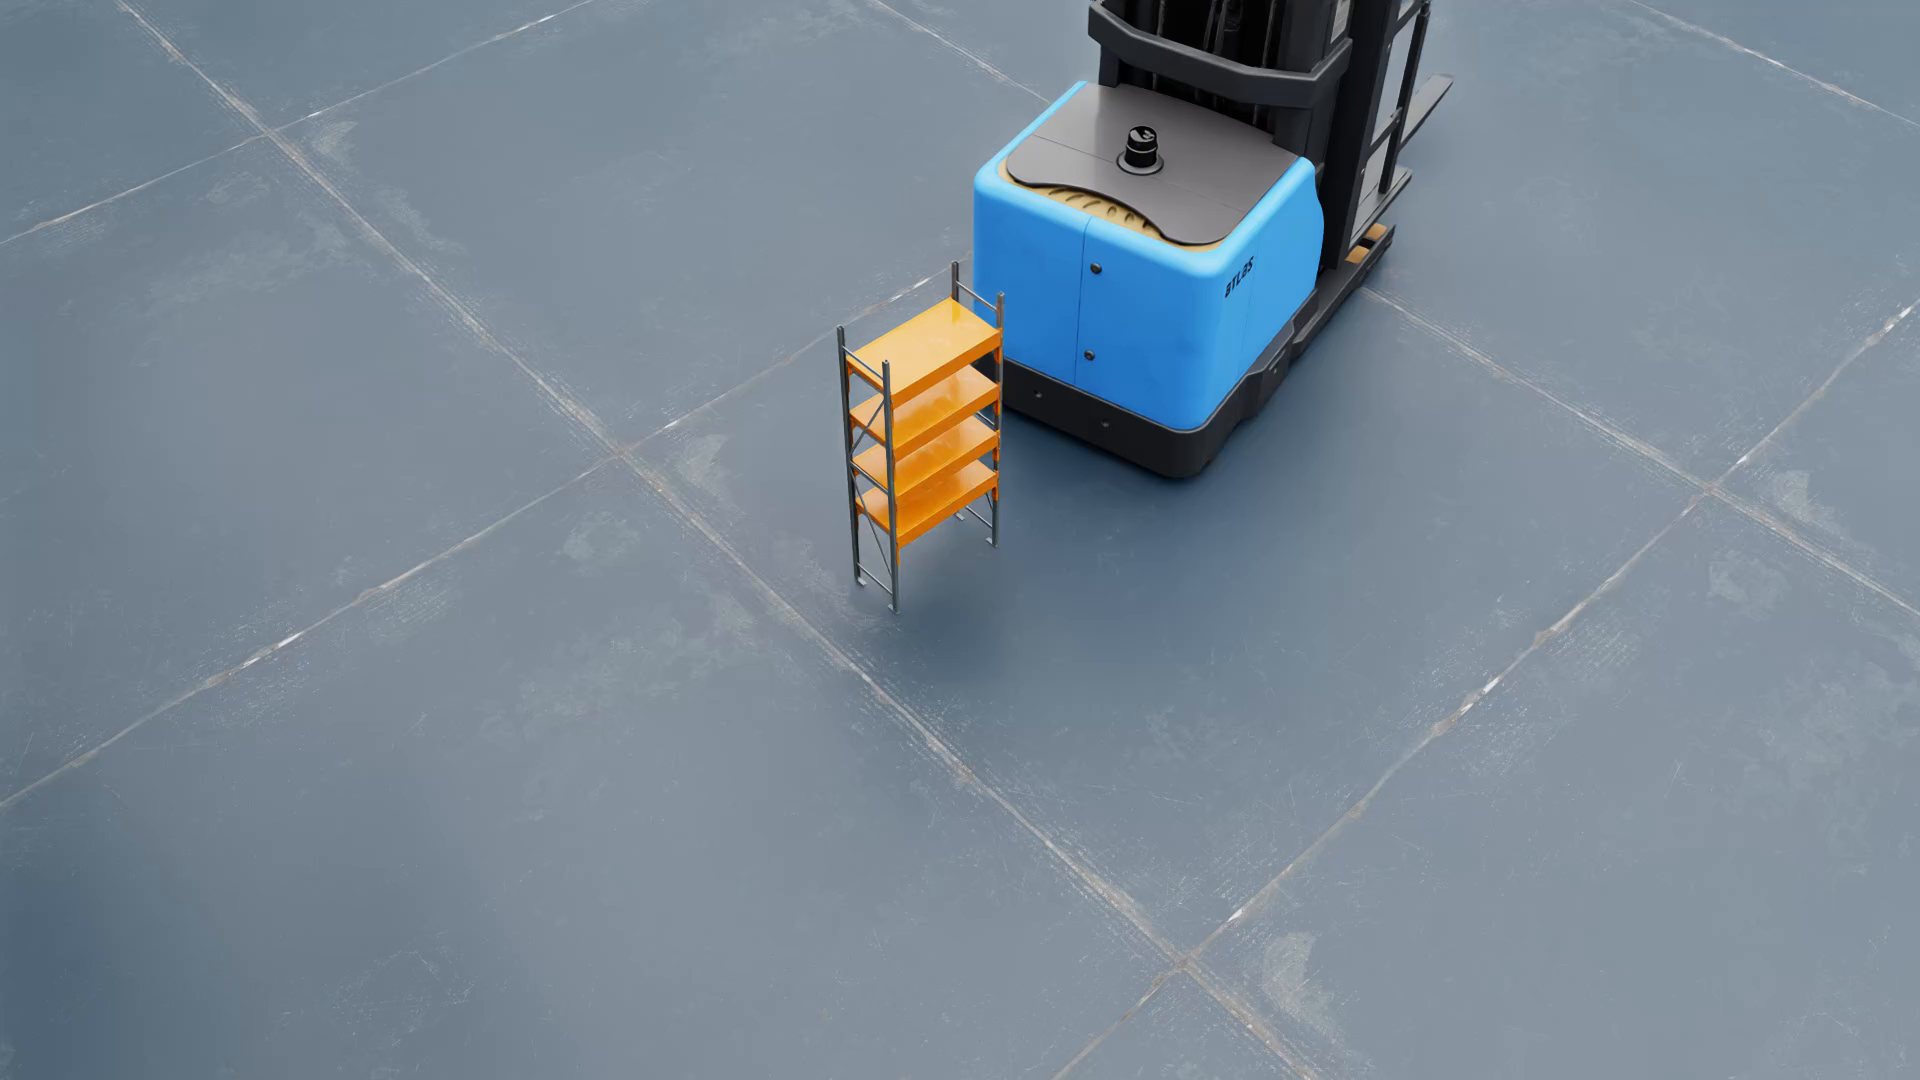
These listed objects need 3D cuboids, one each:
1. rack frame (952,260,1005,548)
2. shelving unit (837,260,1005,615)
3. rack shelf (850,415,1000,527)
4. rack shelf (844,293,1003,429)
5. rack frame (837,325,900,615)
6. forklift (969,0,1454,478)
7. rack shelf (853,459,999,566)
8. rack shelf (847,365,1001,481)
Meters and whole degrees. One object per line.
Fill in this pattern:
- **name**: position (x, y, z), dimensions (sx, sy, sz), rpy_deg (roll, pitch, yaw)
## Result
- **rack frame**: position (0.058, -0.446, 5.845), dimensions (0.015, 1.200, 0.240), rpy_deg (-34, 56, -27)
- **shelving unit**: position (-0.122, -0.325, 5.734), dimensions (0.503, 1.200, 0.258), rpy_deg (-34, 56, -27)
- **rack shelf**: position (-0.122, -0.279, 5.783), dimensions (0.480, 0.148, 0.258), rpy_deg (-34, 56, -27)
- **rack shelf**: position (-0.122, -0.592, 5.445), dimensions (0.480, 0.148, 0.258), rpy_deg (-34, 56, -27)
- **rack frame**: position (-0.303, -0.204, 5.622), dimensions (0.015, 1.200, 0.240), rpy_deg (-34, 56, -27)
- **forklift**: position (1.266, -2.292, 6.370), dimensions (1.130, 2.935, 3.031), rpy_deg (26, 52, 22)
- **rack shelf**: position (-0.122, -0.145, 5.929), dimensions (0.480, 0.148, 0.258), rpy_deg (-34, 56, -27)
- **rack shelf**: position (-0.122, -0.431, 5.619), dimensions (0.480, 0.148, 0.258), rpy_deg (-34, 56, -27)
